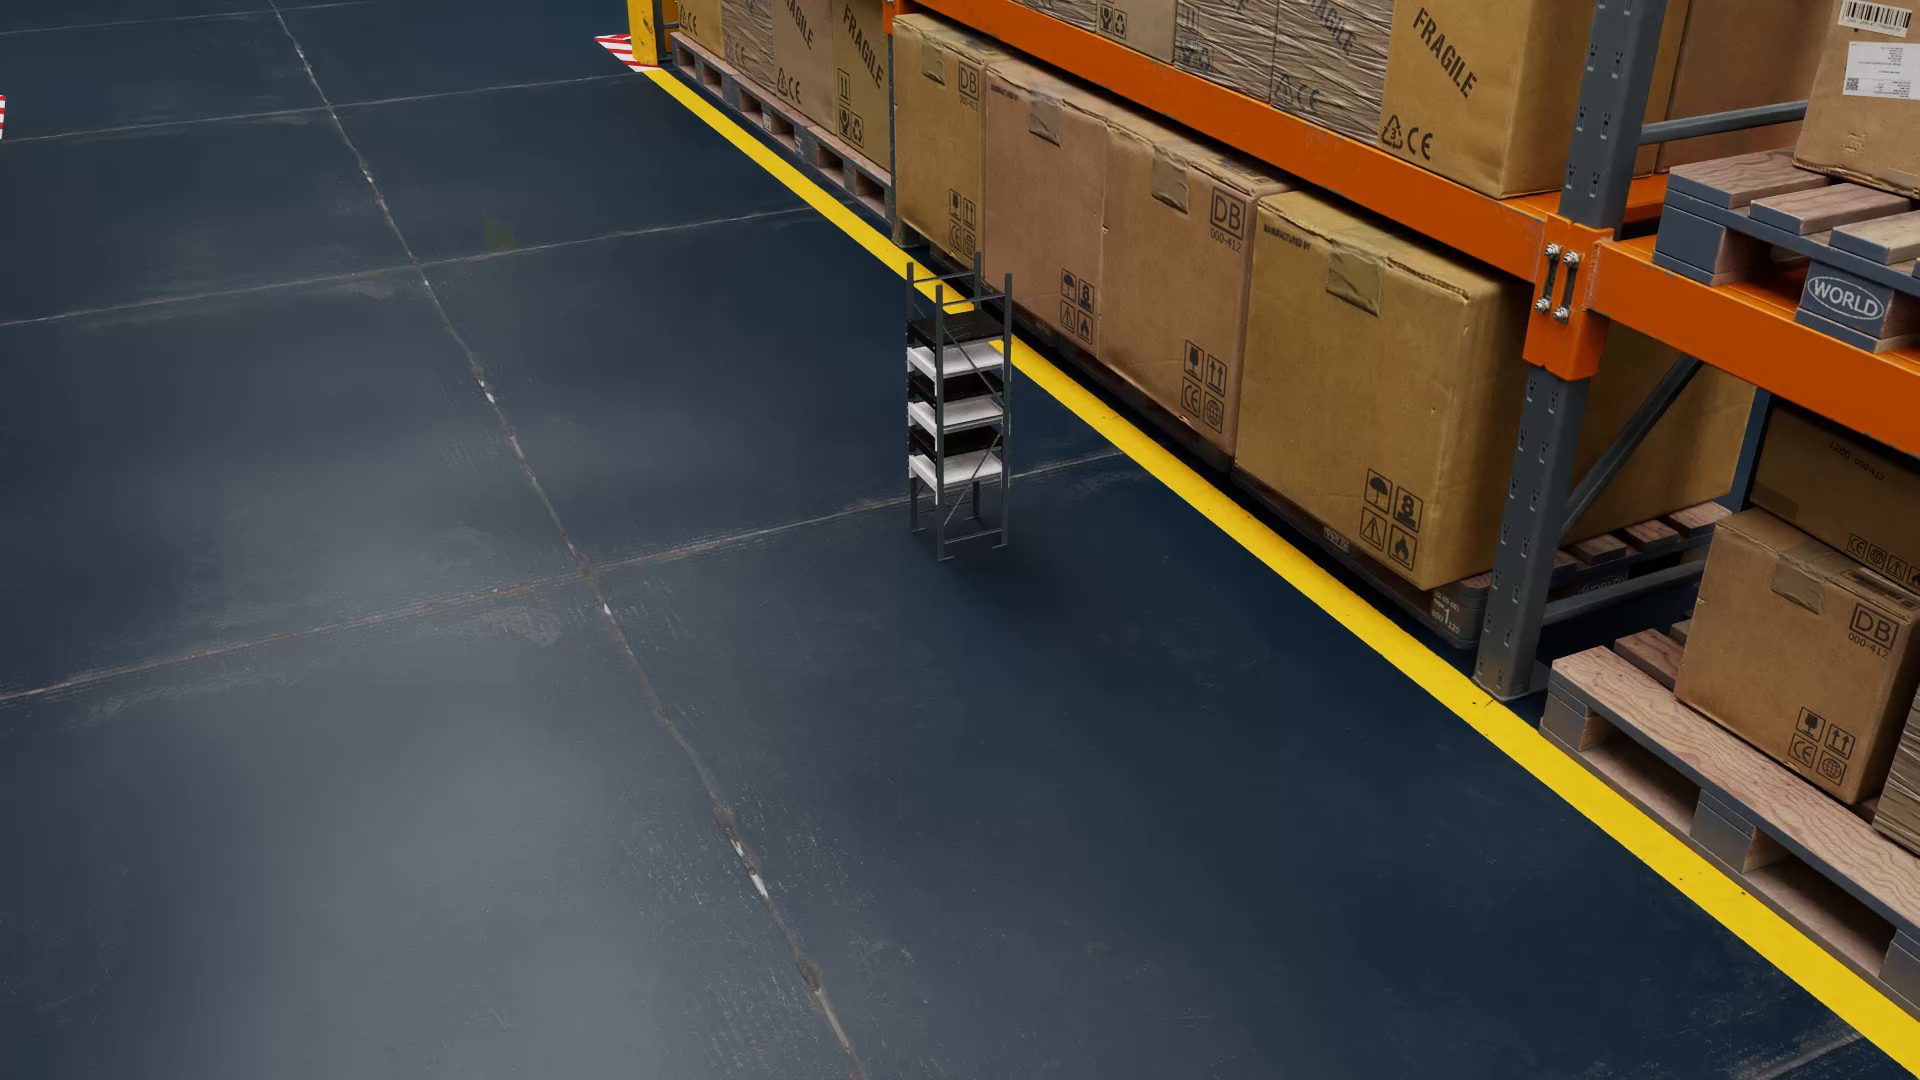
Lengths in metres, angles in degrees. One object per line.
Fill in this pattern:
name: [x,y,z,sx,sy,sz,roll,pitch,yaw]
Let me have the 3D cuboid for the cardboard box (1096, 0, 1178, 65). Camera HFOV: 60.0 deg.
cardboard box: [0.790,-1.882,5.437,0.500,0.500,0.500,-12,32,-21]

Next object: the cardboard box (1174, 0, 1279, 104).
cardboard box: [1.008,-1.657,5.036,0.500,0.500,0.500,-14,32,-24]

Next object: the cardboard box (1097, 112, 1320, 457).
cardboard box: [1.225,-0.958,5.635,1.225,0.875,0.875,-13,32,-22]

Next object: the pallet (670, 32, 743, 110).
pallet: [-1.142,-2.978,10.345,1.003,0.211,1.213,-13,32,-22]

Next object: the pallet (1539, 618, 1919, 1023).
pallet: [2.212,0.565,4.027,1.003,0.211,1.213,-13,32,-22]

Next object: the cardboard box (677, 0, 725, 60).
cardboard box: [-1.209,-3.521,10.206,0.875,0.875,0.875,-13,32,-22]

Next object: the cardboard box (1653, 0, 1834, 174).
cardboard box: [1.915,-1.312,4.422,0.500,0.500,0.500,-12,31,-21]

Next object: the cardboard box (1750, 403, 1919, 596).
cardboard box: [2.193,-0.136,3.765,0.500,0.250,0.500,-12,31,-20]

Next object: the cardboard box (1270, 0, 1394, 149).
cardboard box: [1.234,-1.428,4.628,0.500,0.500,0.500,-13,32,-22]

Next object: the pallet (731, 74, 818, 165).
pallet: [-0.622,-2.440,9.385,1.003,0.211,1.213,-13,32,-22]

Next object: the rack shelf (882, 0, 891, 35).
rack shelf: [-0.697,-3.334,8.864,1.077,0.370,4.000,-13,32,-22]

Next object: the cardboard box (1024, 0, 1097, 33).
cardboard box: [0.564,-2.109,5.842,0.500,0.500,0.500,-14,32,-23]

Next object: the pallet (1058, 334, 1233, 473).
pallet: [1.088,-0.683,6.252,1.003,0.211,1.213,-13,32,-22]

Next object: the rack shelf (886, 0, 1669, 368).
rack shelf: [1.020,-1.567,5.713,1.077,0.370,4.000,-13,32,-22]

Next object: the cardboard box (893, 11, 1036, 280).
cardboard box: [0.454,-1.742,7.033,1.225,0.875,0.875,-13,32,-22]

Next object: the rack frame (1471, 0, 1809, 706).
rack frame: [1.878,-0.997,3.961,1.000,3.000,0.127,-13,32,-22]

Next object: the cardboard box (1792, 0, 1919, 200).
cardboard box: [2.146,-0.994,3.424,0.500,0.500,0.500,-17,34,-28]

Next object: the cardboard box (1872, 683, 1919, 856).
cardboard box: [2.434,0.435,3.512,0.700,0.500,0.500,-16,33,-26]

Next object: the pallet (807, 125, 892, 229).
pallet: [-0.095,-1.900,8.423,1.003,0.211,1.213,-13,32,-22]

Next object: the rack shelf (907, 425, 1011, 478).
rack shelf: [-0.003,-0.289,5.097,0.258,0.077,0.200,-13,32,-22]

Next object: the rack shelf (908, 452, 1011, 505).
rack shelf: [-0.003,-0.210,5.141,0.258,0.077,0.200,-13,32,-22]

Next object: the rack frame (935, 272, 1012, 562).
rack frame: [0.040,-0.351,4.956,0.240,0.900,0.006,-13,32,-22]

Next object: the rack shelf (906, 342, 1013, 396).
rack shelf: [-0.003,-0.524,4.965,0.258,0.077,0.200,-13,32,-22]

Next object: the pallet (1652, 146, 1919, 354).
pallet: [2.280,-0.621,3.487,1.213,0.211,1.003,-13,32,-22]

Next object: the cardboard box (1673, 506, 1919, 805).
cardboard box: [2.184,0.193,3.945,0.700,0.500,0.500,-15,33,-25]

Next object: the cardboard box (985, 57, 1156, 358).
cardboard box: [0.838,-1.347,6.329,1.225,0.875,0.875,-14,32,-24]

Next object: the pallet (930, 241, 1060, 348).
pallet: [0.560,-1.223,7.215,1.003,0.211,1.213,-13,32,-22]

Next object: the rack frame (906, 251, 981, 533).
rack frame: [-0.047,-0.441,5.116,0.240,0.900,0.006,-13,32,-22]

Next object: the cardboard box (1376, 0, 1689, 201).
cardboard box: [1.443,-1.207,4.233,0.500,0.500,0.500,-12,31,-20]

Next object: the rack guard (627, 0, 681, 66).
rack guard: [-1.566,-3.451,10.894,1.175,0.500,0.348,-13,32,-22]

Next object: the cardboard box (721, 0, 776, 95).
cardboard box: [-0.818,-3.119,9.489,0.875,0.875,0.875,-13,32,-22]

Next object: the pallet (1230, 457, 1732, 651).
pallet: [1.608,-0.145,5.292,1.003,0.211,1.213,-13,32,-22]

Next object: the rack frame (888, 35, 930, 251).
rack frame: [0.161,-2.764,7.112,1.000,3.000,0.127,-13,32,-22]

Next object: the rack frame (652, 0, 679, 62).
rack frame: [-1.556,-4.531,10.263,1.000,3.000,0.127,-13,32,-22]

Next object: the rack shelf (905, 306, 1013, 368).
rack shelf: [-0.003,-0.603,4.921,0.258,0.077,0.200,-13,32,-22]

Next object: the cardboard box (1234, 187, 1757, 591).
cardboard box: [1.601,-0.563,4.930,1.225,0.875,0.875,-15,32,-24]

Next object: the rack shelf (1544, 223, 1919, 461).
rack shelf: [2.737,0.200,2.562,1.077,0.370,4.000,-13,32,-22]

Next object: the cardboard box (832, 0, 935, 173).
cardboard box: [-0.050,-2.329,8.079,0.875,0.875,0.875,-13,32,-22]

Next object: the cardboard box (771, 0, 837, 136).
cardboard box: [-0.436,-2.726,8.788,0.875,0.875,0.875,-13,32,-22]

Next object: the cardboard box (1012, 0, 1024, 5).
cardboard box: [0.349,-2.330,6.236,0.500,0.500,0.500,-13,32,-22]

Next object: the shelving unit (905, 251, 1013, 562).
shelving unit: [-0.003,-0.396,5.036,0.258,0.900,0.210,-13,32,-22]

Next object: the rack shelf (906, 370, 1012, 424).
rack shelf: [-0.003,-0.446,5.009,0.258,0.077,0.200,-13,32,-22]

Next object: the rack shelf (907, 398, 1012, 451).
rack shelf: [-0.003,-0.367,5.053,0.258,0.077,0.200,-13,32,-22]
